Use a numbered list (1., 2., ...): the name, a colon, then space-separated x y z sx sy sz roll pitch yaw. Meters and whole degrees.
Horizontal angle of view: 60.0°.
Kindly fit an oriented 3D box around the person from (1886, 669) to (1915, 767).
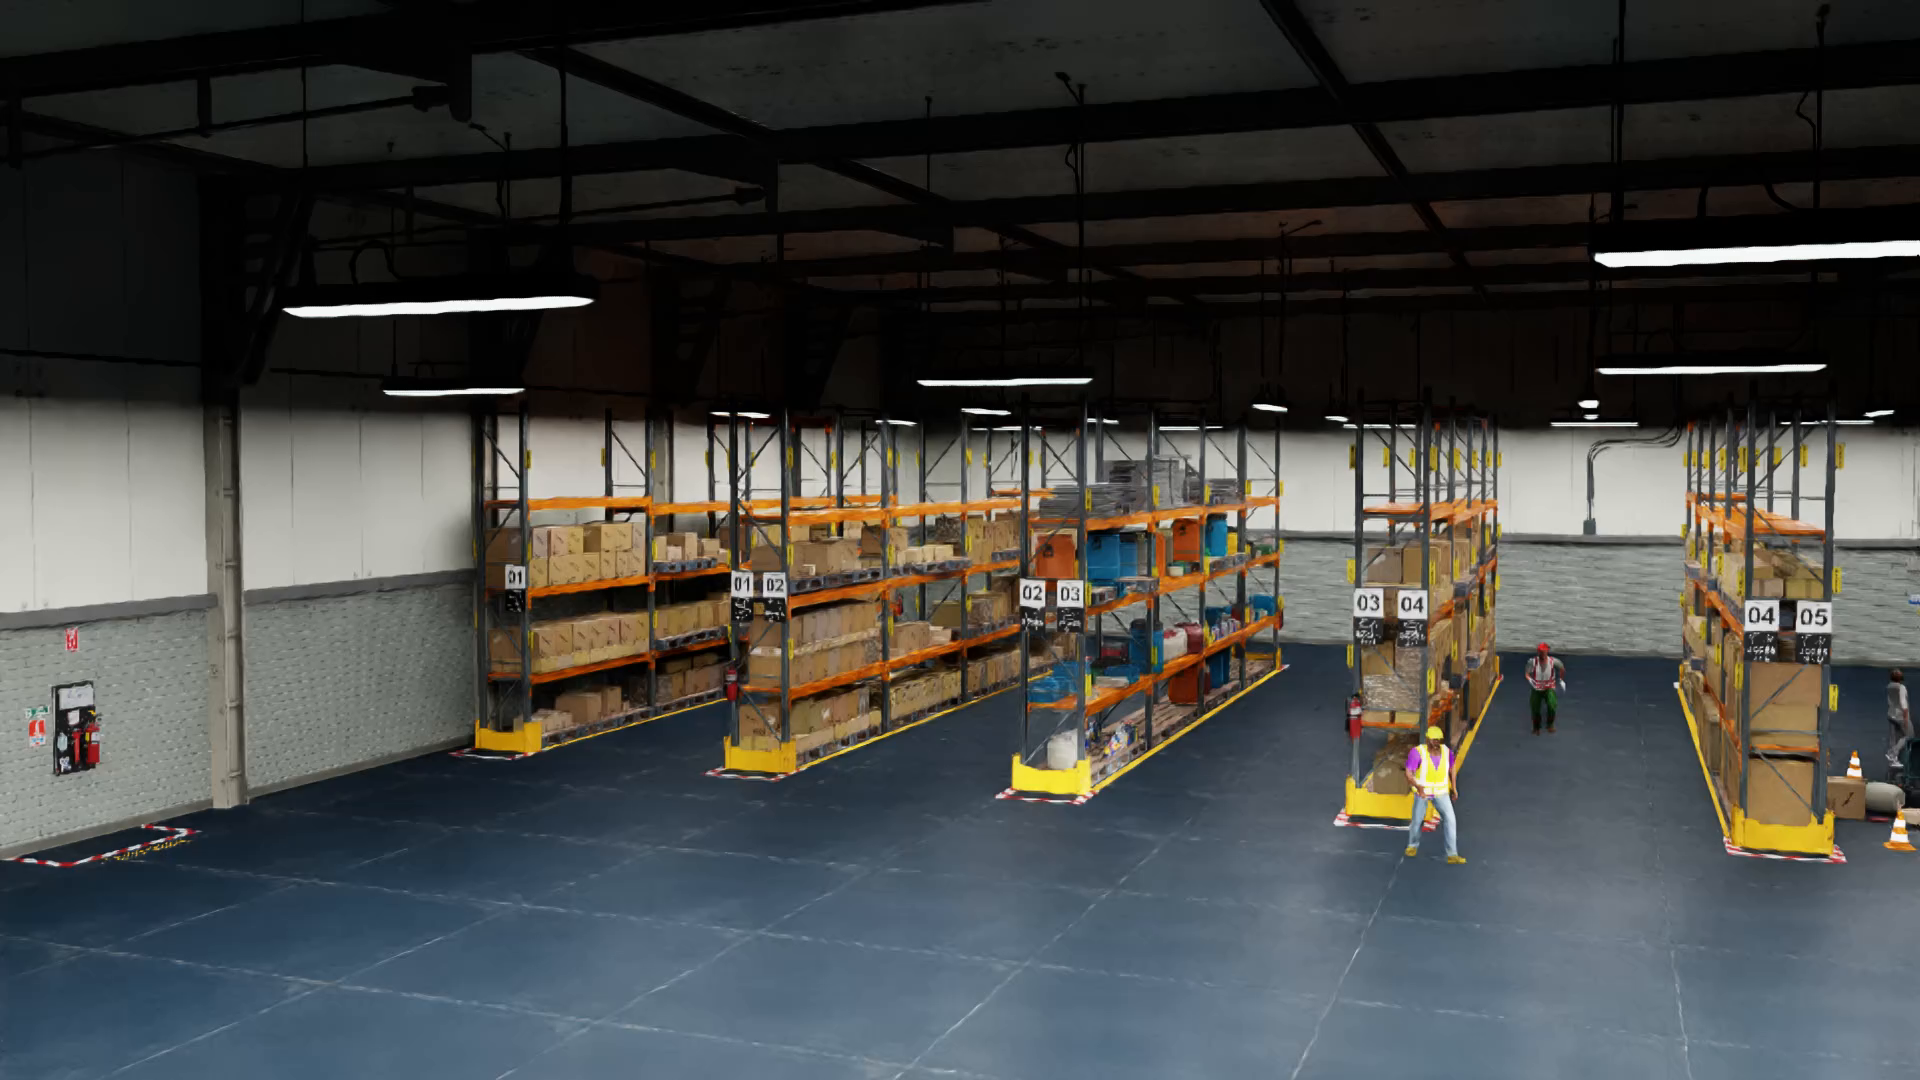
1. person: 15.212 2.890 26.990 0.407 1.594 0.458 0 3 -7

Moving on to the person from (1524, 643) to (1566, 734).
1. person: 10.562 2.694 30.051 0.688 1.712 0.782 1 3 26

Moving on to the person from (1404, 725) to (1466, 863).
1. person: 5.876 3.133 20.724 0.712 1.697 0.831 0 3 3
